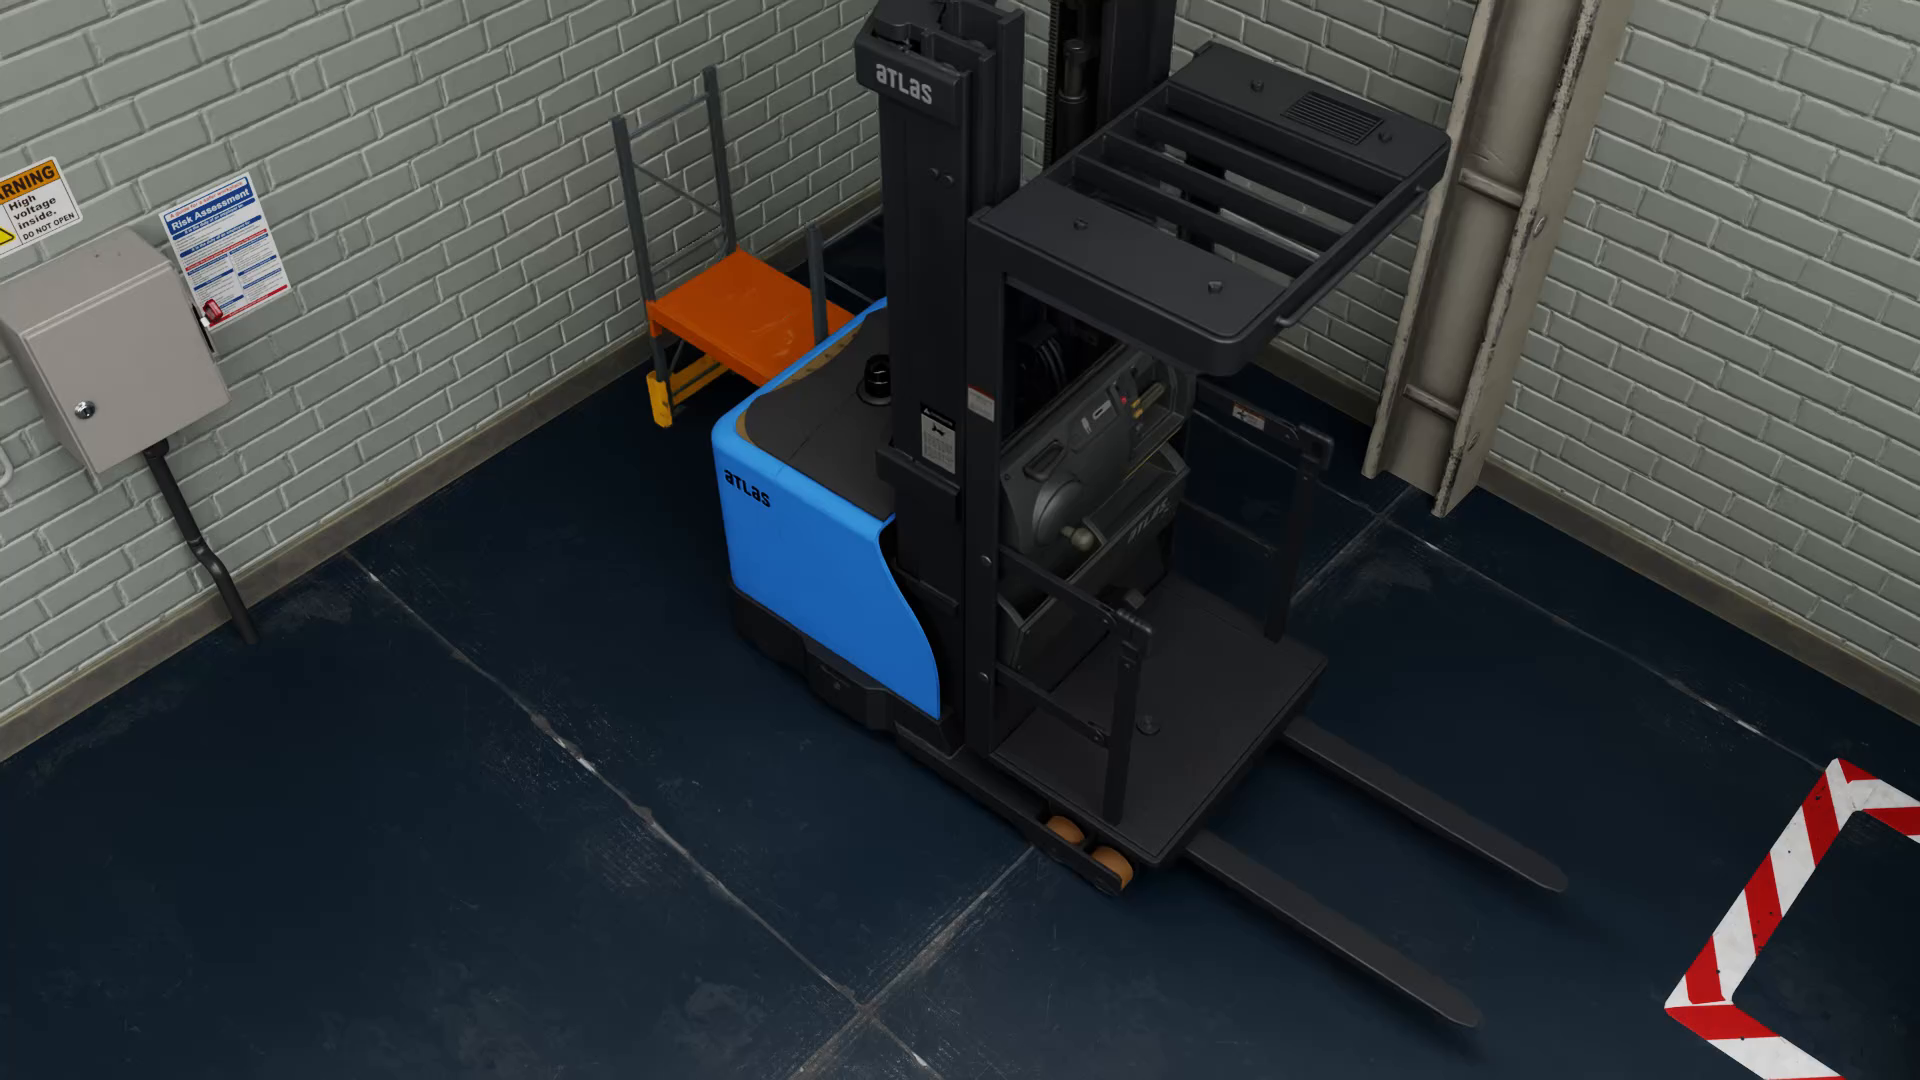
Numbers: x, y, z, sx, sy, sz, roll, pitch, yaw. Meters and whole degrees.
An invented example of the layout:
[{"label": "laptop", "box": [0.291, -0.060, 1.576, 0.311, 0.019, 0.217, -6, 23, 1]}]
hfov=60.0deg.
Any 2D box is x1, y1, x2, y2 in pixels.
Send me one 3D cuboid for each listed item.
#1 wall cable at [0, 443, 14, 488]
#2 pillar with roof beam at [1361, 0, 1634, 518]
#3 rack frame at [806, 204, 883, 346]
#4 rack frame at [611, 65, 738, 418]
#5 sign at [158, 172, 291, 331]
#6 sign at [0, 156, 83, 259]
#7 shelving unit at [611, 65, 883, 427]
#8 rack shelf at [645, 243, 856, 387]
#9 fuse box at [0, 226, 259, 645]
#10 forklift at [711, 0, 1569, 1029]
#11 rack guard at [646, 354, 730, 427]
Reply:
[{"label": "wall cable", "box": [-3.262, -0.706, 4.658, 0.122, 1.984, 0.588, 34, 55, 28]}, {"label": "pillar with roof beam", "box": [-0.982, -1.041, 1.555, 0.400, 9.000, 9.100, 34, 55, 28]}, {"label": "rack frame", "box": [-0.353, -0.687, 6.366, 0.032, 1.500, 0.500, 33, 55, 27]}, {"label": "rack frame", "box": [-1.117, -1.176, 6.826, 0.032, 1.500, 0.500, 33, 55, 27]}, {"label": "sign", "box": [-2.500, -0.980, 5.678, 0.001, 0.494, 0.329, 34, 55, 28]}, {"label": "sign", "box": [-2.873, -1.001, 5.066, 0.001, 0.242, 0.339, 34, 55, 28]}, {"label": "shelving unit", "box": [-0.742, -0.936, 6.600, 1.083, 1.500, 0.587, 33, 55, 27]}, {"label": "rack shelf", "box": [-0.735, -0.808, 6.727, 1.000, 0.185, 0.538, 33, 55, 27]}, {"label": "fuse box", "box": [-2.683, -0.205, 5.768, 0.414, 1.711, 0.539, 34, 55, 28]}, {"label": "forklift", "box": [0.597, -0.250, 4.974, 3.031, 2.935, 1.130, 31, 54, 26]}, {"label": "rack guard", "box": [-1.116, -0.748, 7.281, 0.087, 0.250, 0.587, 33, 55, 27]}]
